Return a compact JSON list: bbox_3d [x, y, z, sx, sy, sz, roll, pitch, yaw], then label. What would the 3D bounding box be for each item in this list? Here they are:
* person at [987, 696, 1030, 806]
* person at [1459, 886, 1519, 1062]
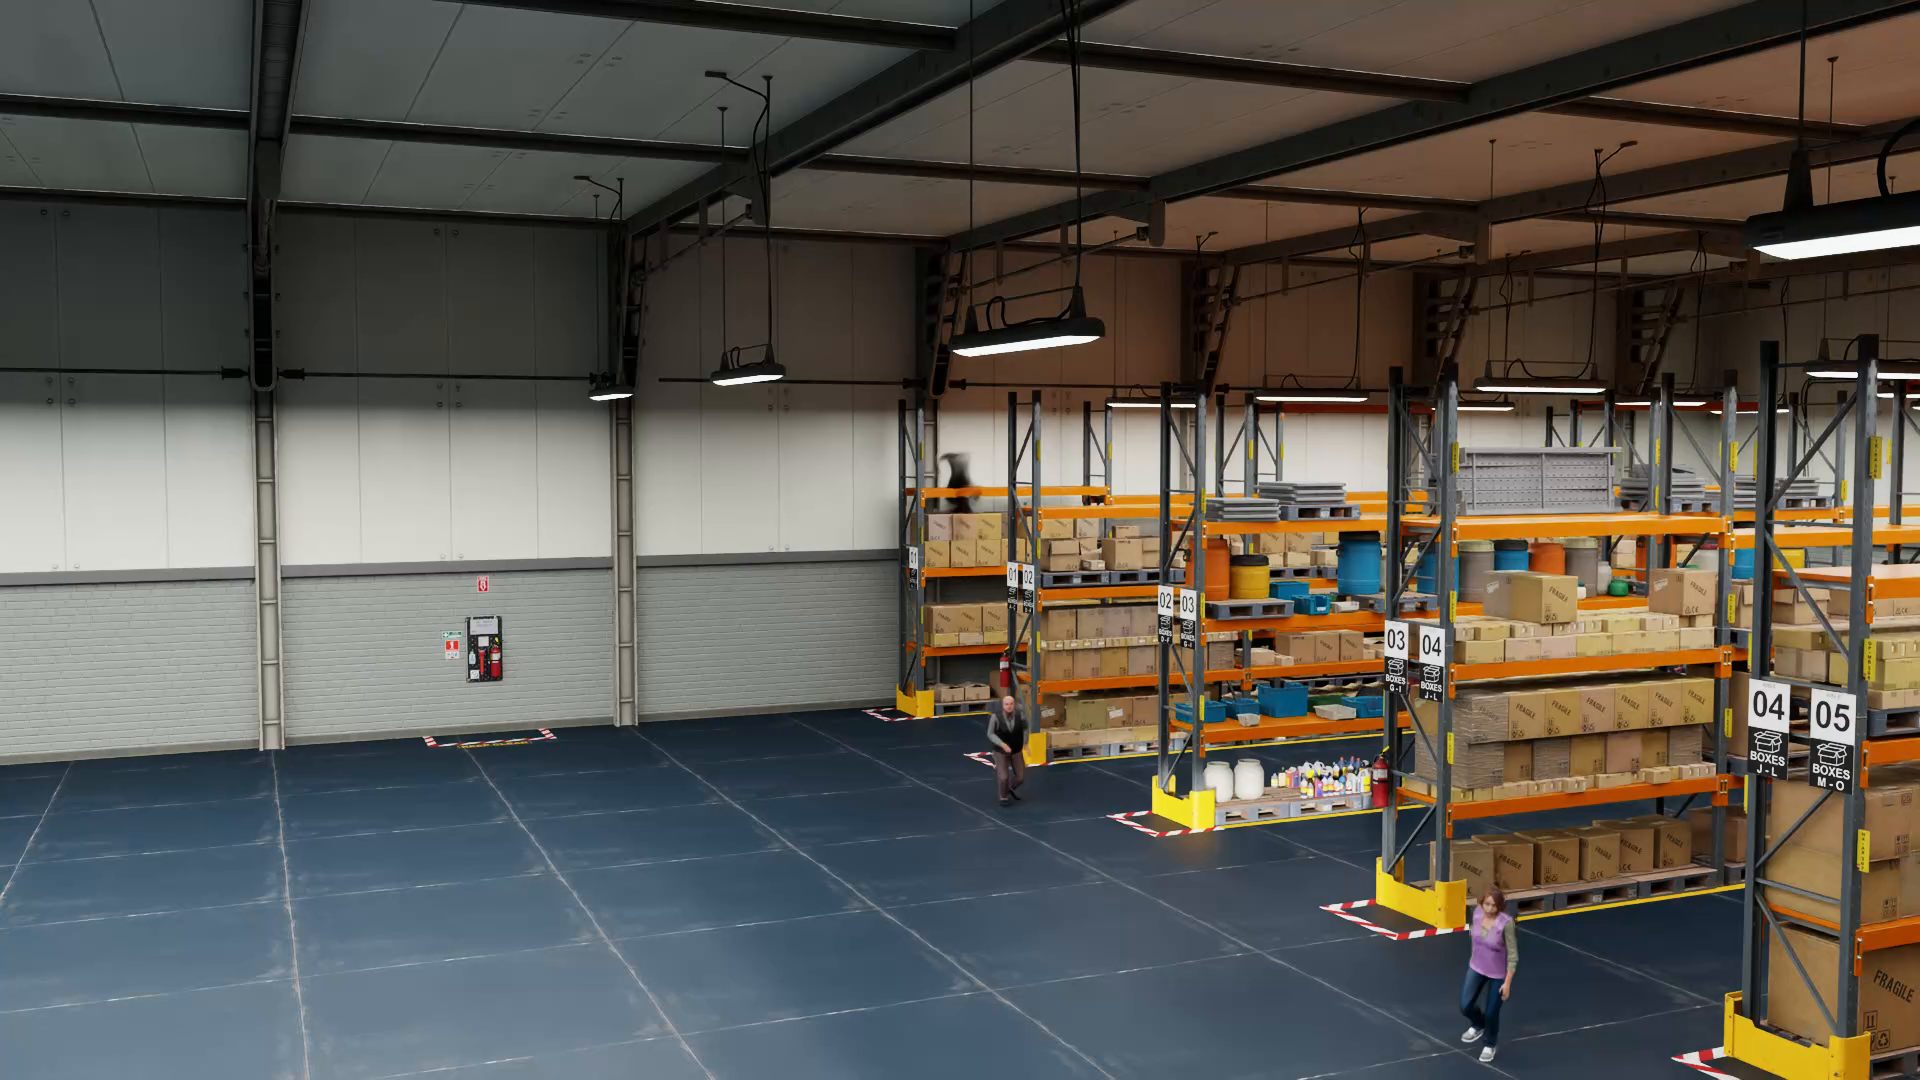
[{"bbox_3d":[0.679,2.981,23.495,0.636,1.615,0.762,-1,3,-11],"label":"person"},{"bbox_3d":[4.390,3.590,13.786,0.556,1.545,0.544,3,4,39],"label":"person"}]
